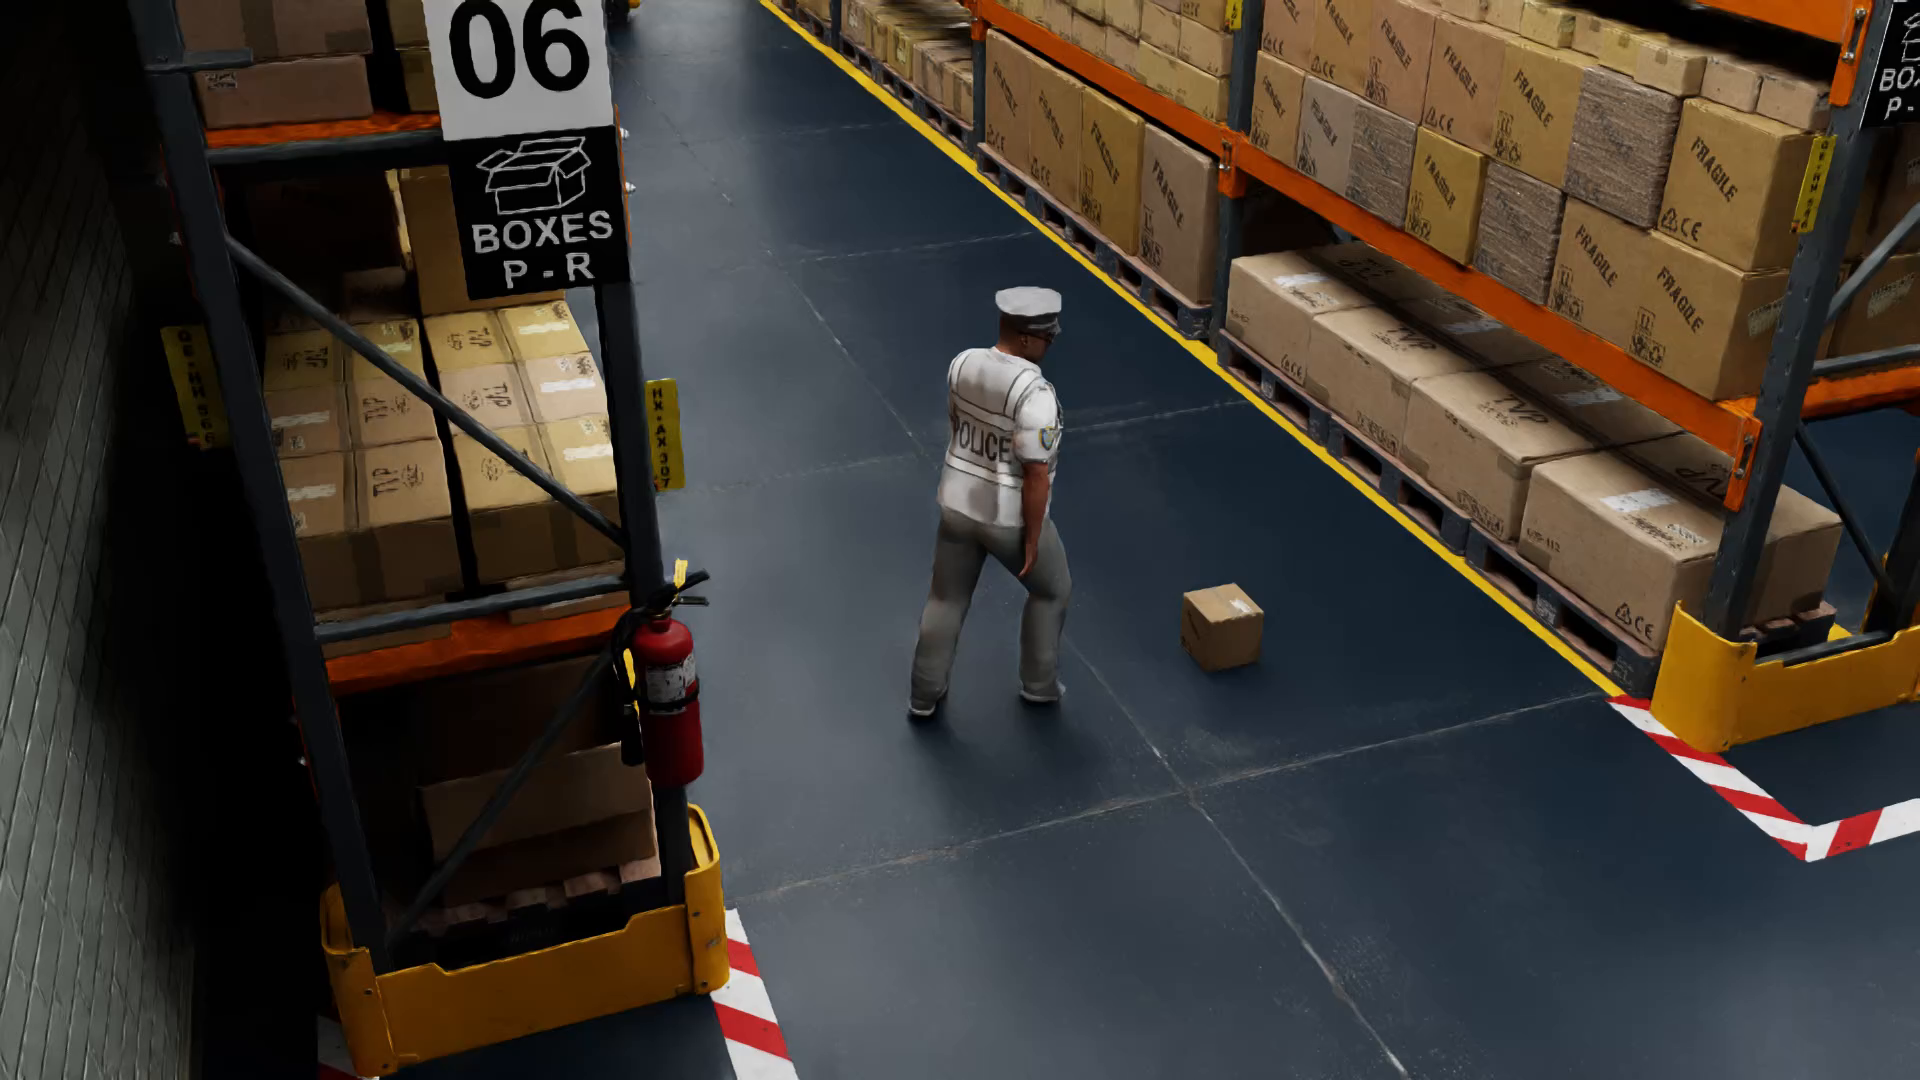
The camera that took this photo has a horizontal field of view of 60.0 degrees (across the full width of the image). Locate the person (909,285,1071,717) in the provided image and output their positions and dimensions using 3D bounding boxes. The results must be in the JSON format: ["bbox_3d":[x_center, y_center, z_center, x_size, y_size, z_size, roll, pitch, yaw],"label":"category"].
[{"bbox_3d":[0.133,-0.090,6.370,0.583,1.793,0.681,19,35,30],"label":"person"}]
